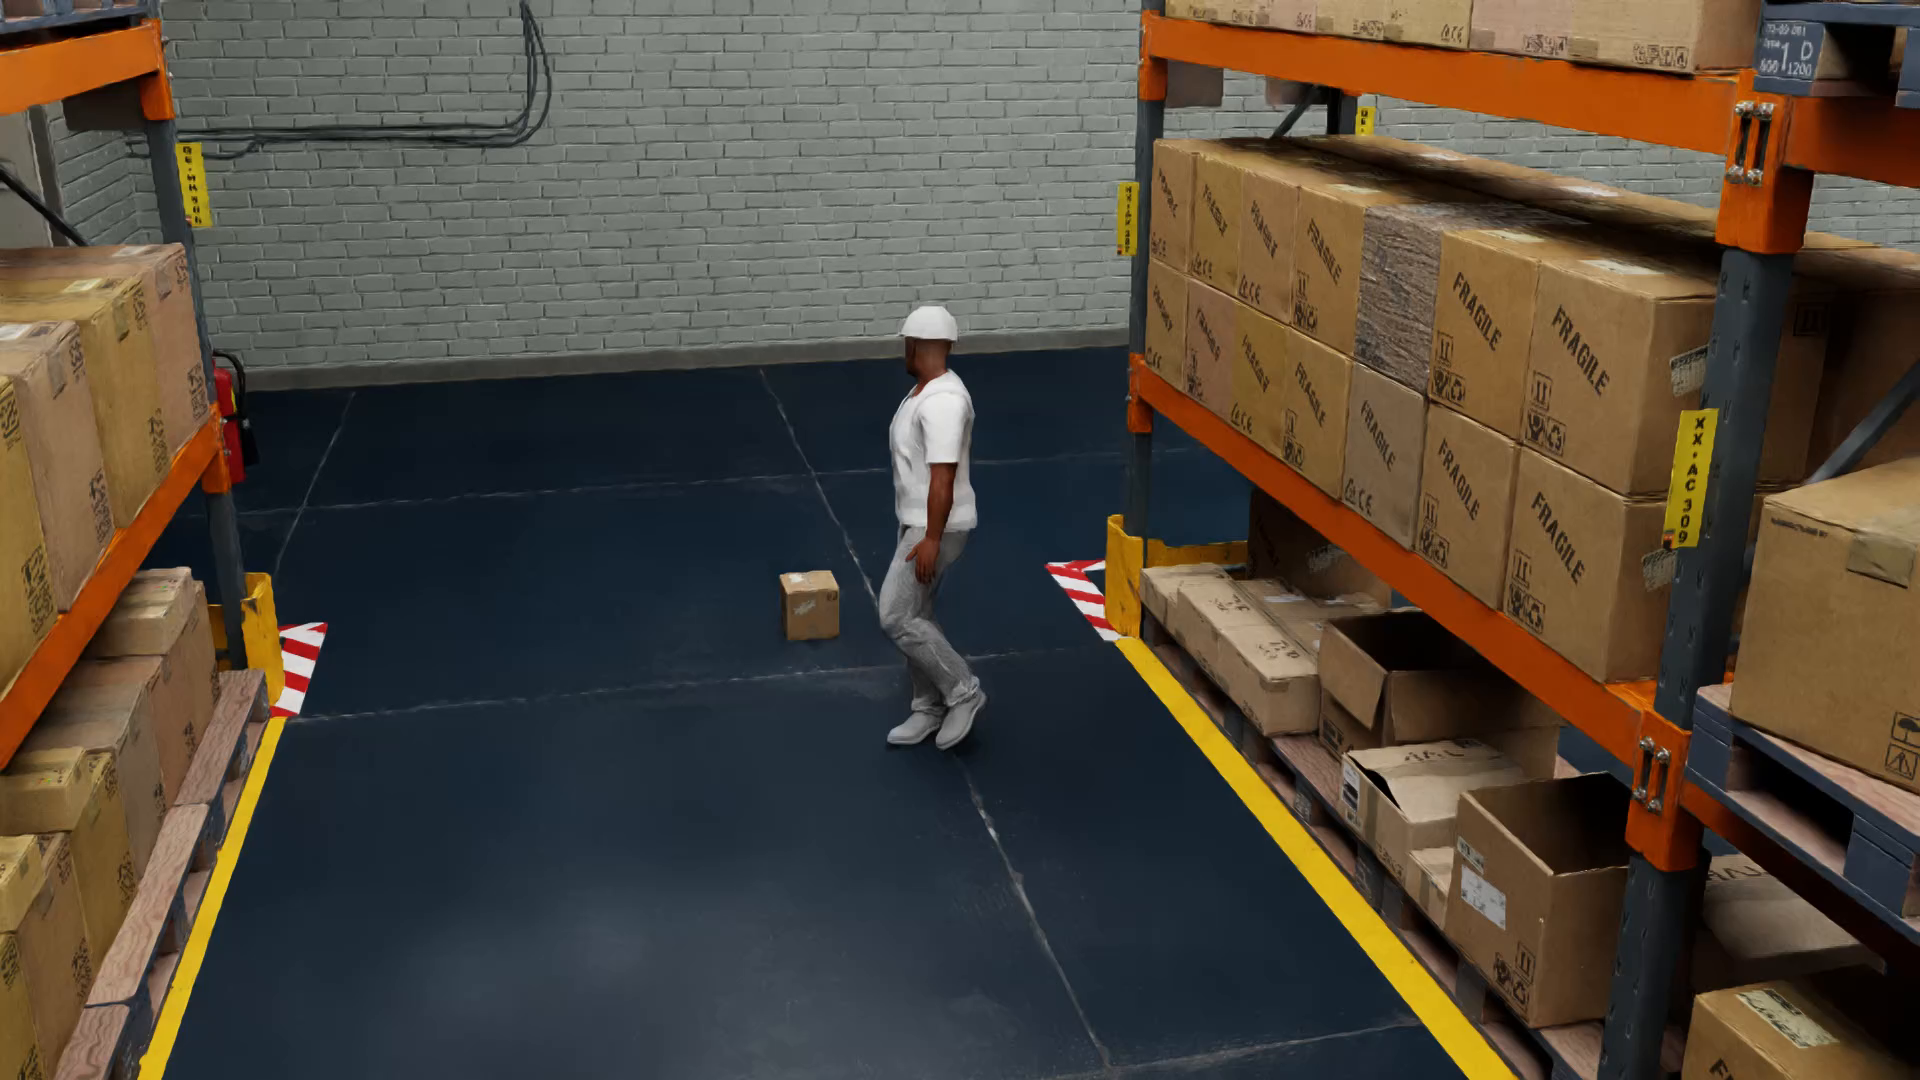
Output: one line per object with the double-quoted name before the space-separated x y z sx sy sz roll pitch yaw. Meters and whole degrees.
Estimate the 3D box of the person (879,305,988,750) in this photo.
"person" -0.141 -0.050 6.695 0.434 1.753 0.700 -4 20 -11
